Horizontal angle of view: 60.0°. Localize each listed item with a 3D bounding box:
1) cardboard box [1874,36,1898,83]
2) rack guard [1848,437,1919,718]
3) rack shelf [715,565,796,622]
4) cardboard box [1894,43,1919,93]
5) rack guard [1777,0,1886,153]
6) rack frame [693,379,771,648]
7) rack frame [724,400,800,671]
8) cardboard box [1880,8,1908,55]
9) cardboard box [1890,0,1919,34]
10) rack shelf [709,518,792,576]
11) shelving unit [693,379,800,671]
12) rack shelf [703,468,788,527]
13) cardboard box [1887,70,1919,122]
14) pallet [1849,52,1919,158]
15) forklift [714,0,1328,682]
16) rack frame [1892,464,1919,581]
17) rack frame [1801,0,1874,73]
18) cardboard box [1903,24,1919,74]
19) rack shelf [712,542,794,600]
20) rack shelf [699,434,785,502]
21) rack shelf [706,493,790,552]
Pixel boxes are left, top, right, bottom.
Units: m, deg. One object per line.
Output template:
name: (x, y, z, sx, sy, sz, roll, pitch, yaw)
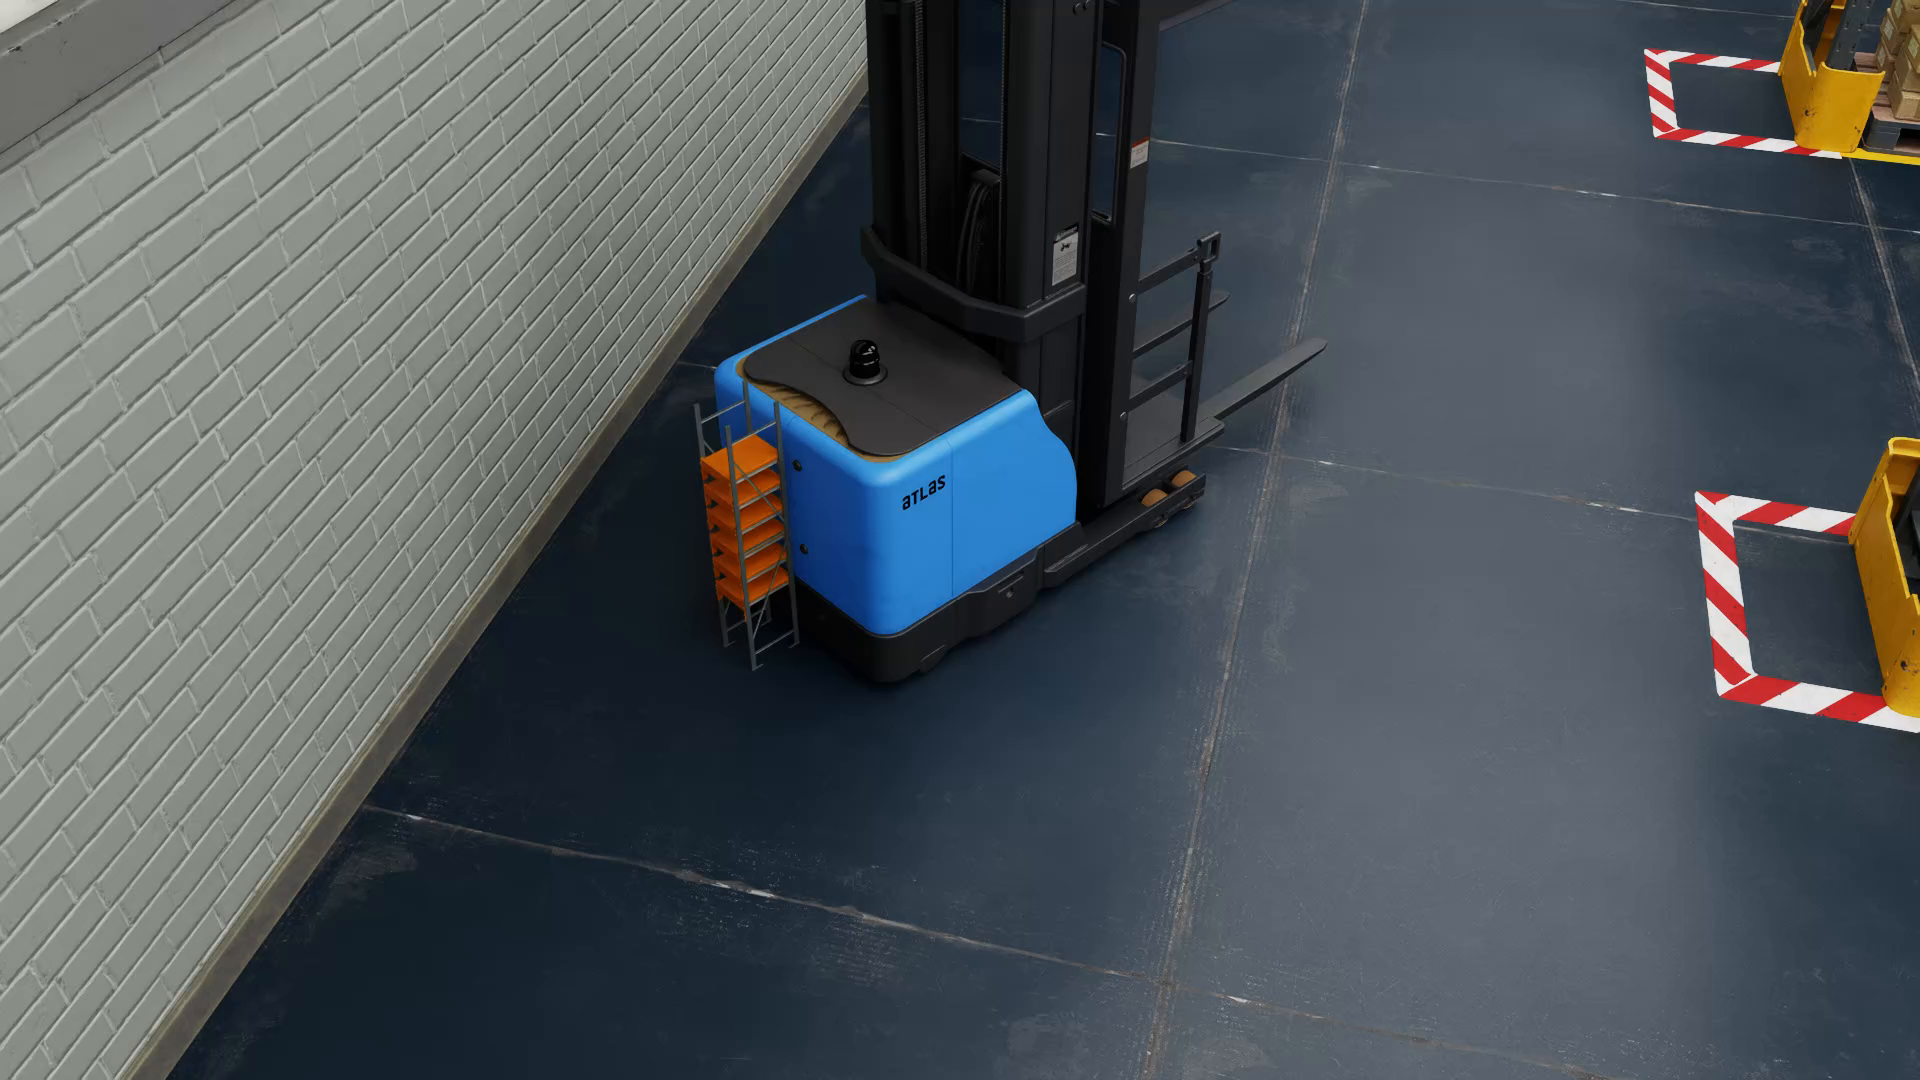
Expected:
cardboard box: (5.879, -2.987, 10.365, 0.250, 0.149, 0.380, 10, 41, 12)
rack guard: (3.914, 0.142, 6.693, 0.348, 0.500, 1.175, 10, 41, 11)
rack shelf: (-0.804, 0.185, 6.538, 0.258, 0.103, 0.180, -31, 49, -32)
cardboard box: (5.757, -2.813, 9.926, 0.250, 0.149, 0.380, 11, 41, 13)
rack guard: (5.390, -2.906, 10.322, 0.348, 0.500, 1.175, 10, 41, 11)
rack frame: (-0.866, -0.075, 6.406, 0.240, 1.200, 0.006, -31, 49, -32)
rack frame: (-0.741, 0.010, 6.305, 0.240, 1.200, 0.006, -31, 49, -32)
cardboard box: (5.901, -3.149, 10.326, 0.250, 0.149, 0.380, 9, 41, 10)
cardboard box: (5.894, -3.243, 10.206, 0.250, 0.149, 0.380, 10, 41, 12)
rack shelf: (-0.804, 0.002, 6.384, 0.258, 0.103, 0.180, -31, 49, -32)
shelving unit: (-0.804, -0.032, 6.356, 0.258, 1.200, 0.189, -31, 49, -32)
rack shelf: (-0.804, -0.182, 6.230, 0.258, 0.103, 0.180, -31, 49, -32)
cardboard box: (5.740, -2.659, 9.974, 0.250, 0.149, 0.380, 11, 41, 12)
pallet: (6.166, -2.639, 10.228, 1.213, 0.211, 1.003, 10, 41, 11)
forklift: (0.453, -1.397, 6.635, 3.031, 2.935, 1.130, -31, 49, -32)
rack frame: (3.937, -0.812, 5.884, 0.127, 3.000, 1.000, 10, 41, 11)
rack frame: (5.317, -3.876, 9.533, 0.127, 3.000, 1.000, 10, 41, 11)
cardboard box: (5.735, -2.875, 9.768, 0.250, 0.149, 0.380, 8, 41, 9)
rack shelf: (-0.804, 0.094, 6.461, 0.258, 0.103, 0.180, -31, 49, -32)
rack shelf: (-0.804, -0.274, 6.153, 0.258, 0.103, 0.180, -31, 49, -32)
rack shelf: (-0.804, -0.090, 6.307, 0.258, 0.103, 0.180, -31, 49, -32)
